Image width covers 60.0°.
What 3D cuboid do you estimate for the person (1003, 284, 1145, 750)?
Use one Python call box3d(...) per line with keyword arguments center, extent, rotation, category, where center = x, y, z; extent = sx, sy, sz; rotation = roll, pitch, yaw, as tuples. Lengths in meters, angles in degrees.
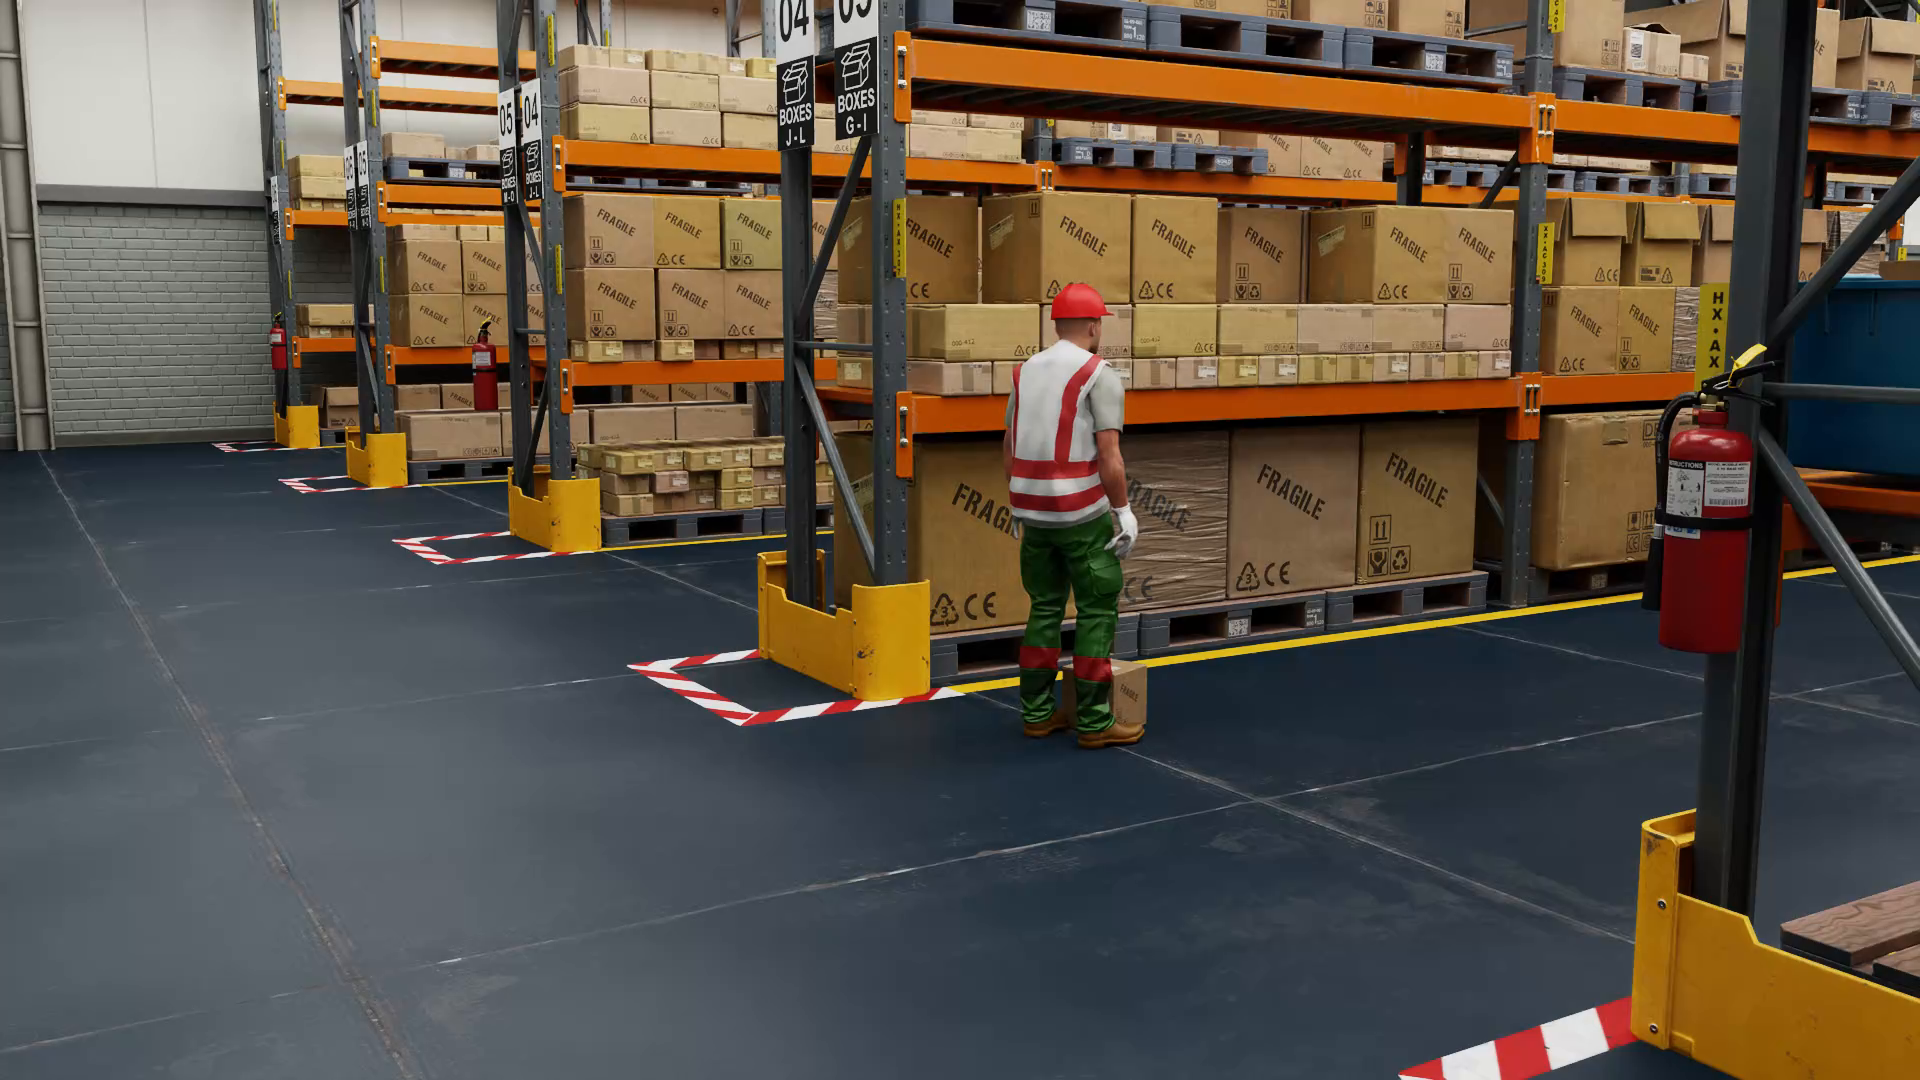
box3d(center=(0.435, -0.099, 6.473), extent=(0.604, 1.778, 0.453), rotation=(8, 11, 43), category="person")
